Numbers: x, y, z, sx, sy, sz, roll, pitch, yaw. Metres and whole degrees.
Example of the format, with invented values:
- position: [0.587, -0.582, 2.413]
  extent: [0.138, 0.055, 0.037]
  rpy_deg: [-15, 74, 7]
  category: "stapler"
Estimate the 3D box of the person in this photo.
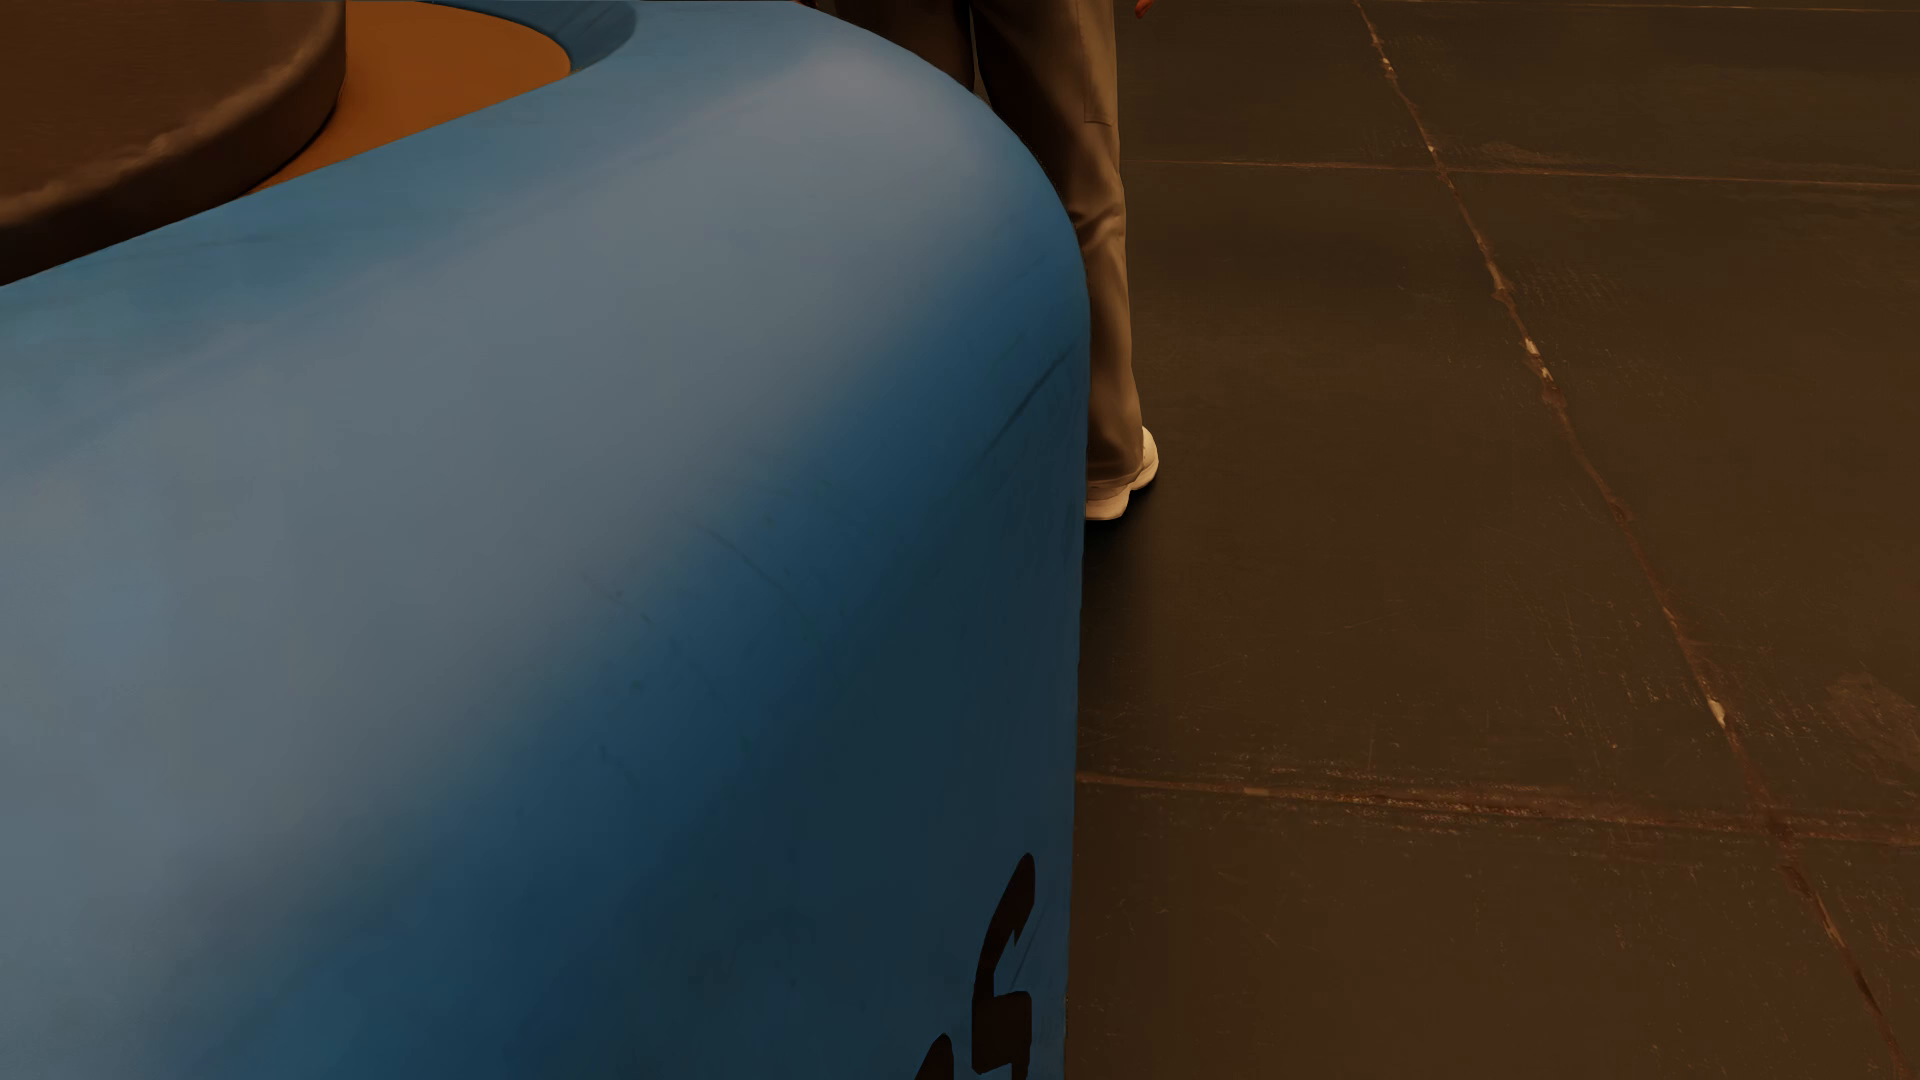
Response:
- position: [0.025, -0.793, 2.196]
  extent: [0.549, 1.673, 0.526]
  rpy_deg: [3, 27, 7]
  category: "person"
